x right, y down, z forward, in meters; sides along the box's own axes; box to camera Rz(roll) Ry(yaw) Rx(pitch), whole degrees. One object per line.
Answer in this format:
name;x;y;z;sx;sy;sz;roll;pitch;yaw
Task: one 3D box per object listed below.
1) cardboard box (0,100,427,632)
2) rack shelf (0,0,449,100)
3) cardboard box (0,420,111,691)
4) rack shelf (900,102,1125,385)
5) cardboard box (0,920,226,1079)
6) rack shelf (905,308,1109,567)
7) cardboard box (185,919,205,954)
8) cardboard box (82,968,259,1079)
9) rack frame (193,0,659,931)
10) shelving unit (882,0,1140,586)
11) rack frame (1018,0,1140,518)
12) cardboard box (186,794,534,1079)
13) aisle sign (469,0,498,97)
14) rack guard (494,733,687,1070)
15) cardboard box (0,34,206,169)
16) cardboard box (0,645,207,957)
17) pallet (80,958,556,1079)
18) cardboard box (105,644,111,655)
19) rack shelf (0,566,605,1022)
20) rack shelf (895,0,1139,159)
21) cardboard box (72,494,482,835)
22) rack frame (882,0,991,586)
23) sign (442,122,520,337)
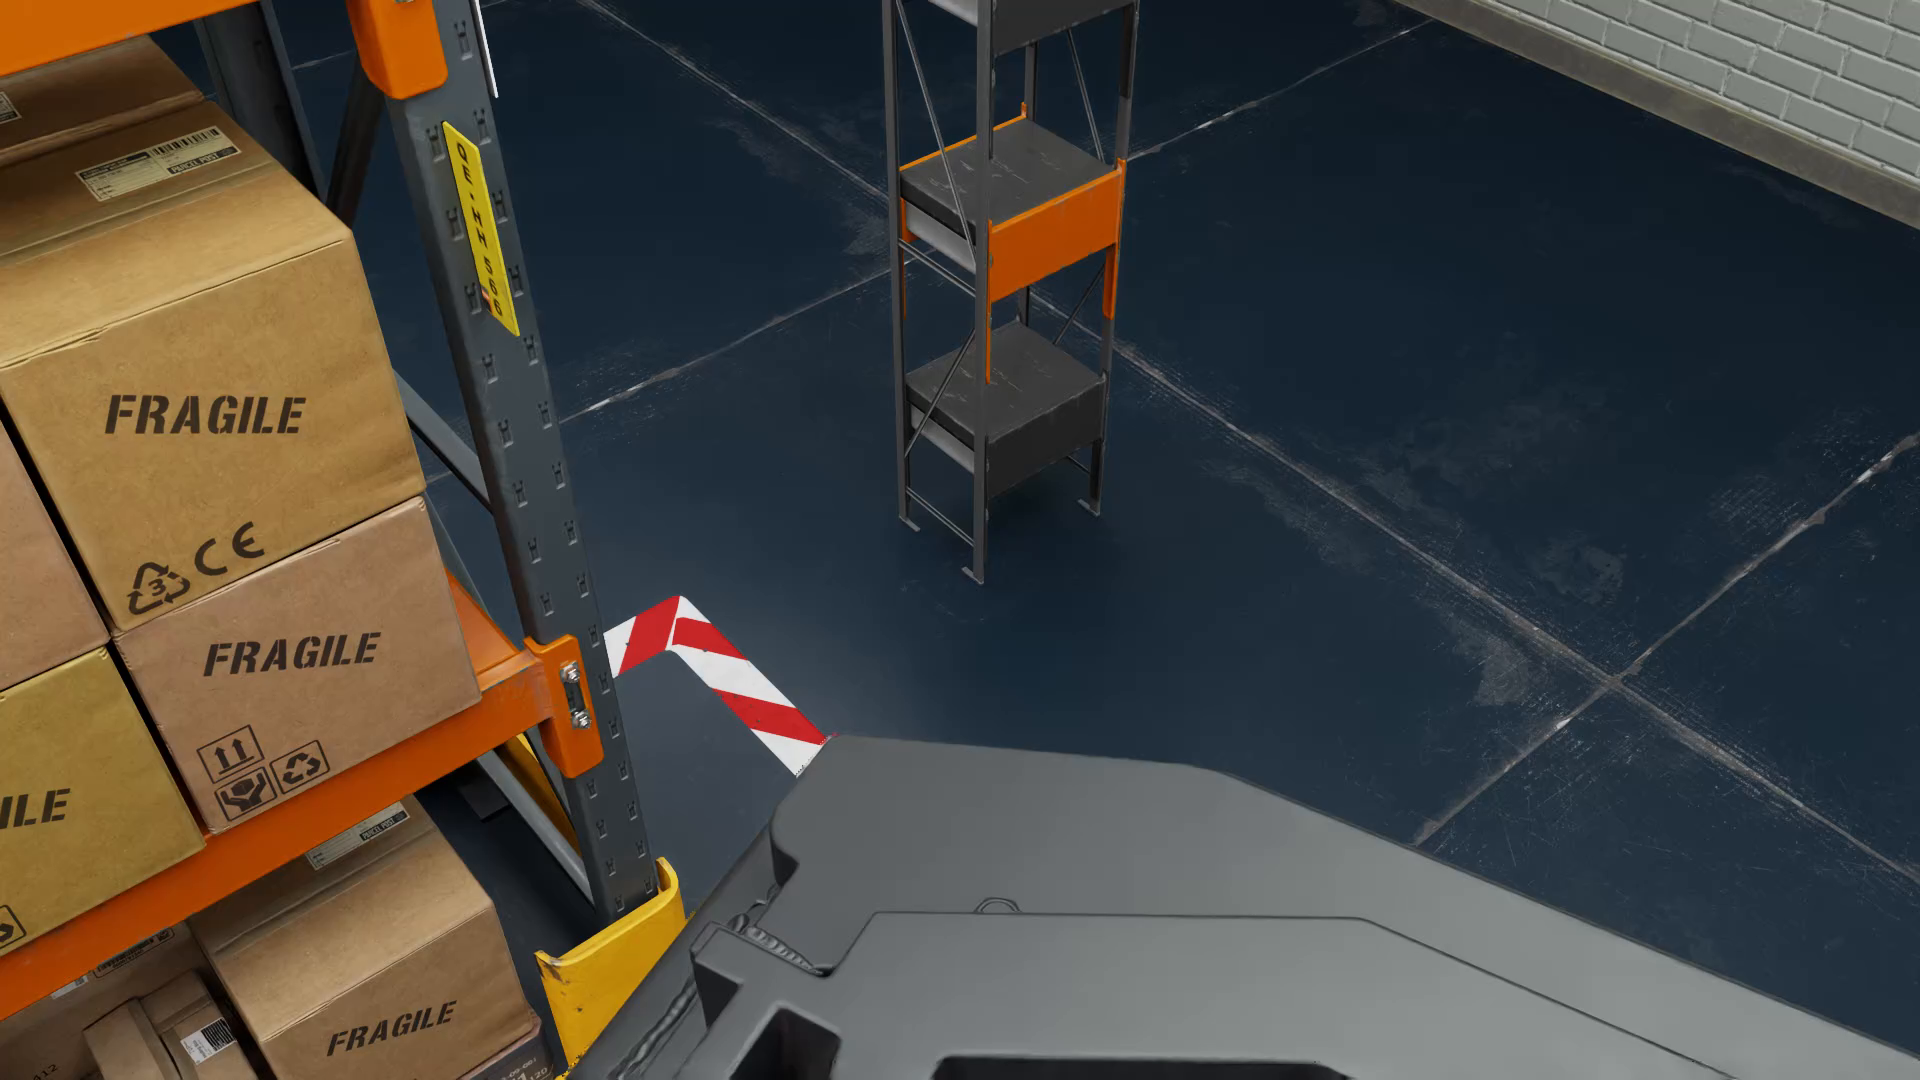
cardboard box;-1.214;-0.280;2.553;0.500;0.500;0.500;-30;51;-28
rack shelf;-2.584;-0.171;1.576;4.000;0.370;1.077;-30;51;-28
cardboard box;-1.601;-0.057;2.316;0.500;0.500;0.500;-28;50;-27
rack shelf;0.127;-0.828;4.618;0.480;0.518;0.431;-30;51;-28
cardboard box;-2.032;0.933;3.753;0.500;0.250;0.500;-30;51;-28
rack shelf;0.127;-0.318;5.097;0.480;0.518;0.431;-30;51;-28
cardboard box;-1.783;0.767;3.990;0.250;0.166;0.380;-30;51;-28
cardboard box;-1.677;1.153;3.580;0.250;0.166;0.380;-30;51;-28
rack frame;-1.049;-0.219;3.292;0.127;3.000;1.000;-30;51;-28
shelving unit;0.127;-0.838;4.609;0.503;2.100;0.431;-30;51;-28
rack frame;0.314;-0.945;4.723;0.015;2.100;0.400;-30;51;-28
cardboard box;-1.308;0.900;3.605;0.500;0.500;0.500;-30;51;-28
aisle sign;-0.801;-1.035;2.262;0.004;0.787;0.394;-30;51;-28
rack guard;-1.108;0.726;4.112;0.348;0.500;1.175;-30;51;-28
cardboard box;-1.559;-0.563;2.855;0.500;0.500;0.500;-28;50;-27
cardboard box;-1.614;0.314;2.651;0.500;0.500;0.500;-29;51;-28
pallet;-1.719;1.182;3.837;1.213;0.211;1.003;-30;51;-28
cardboard box;-1.559;-0.199;3.197;0.500;0.500;0.500;-29;50;-27
rack shelf;-2.584;0.922;2.603;4.000;0.370;1.077;-30;51;-28
rack shelf;0.127;-1.338;4.139;0.480;0.518;0.431;-30;51;-28
cardboard box;-1.218;0.085;2.896;0.500;0.500;0.500;-28;50;-27
rack frame;-0.060;-0.731;4.494;0.015;2.100;0.400;-30;51;-28
sign;-0.709;-0.456;2.467;0.005;0.325;0.100;-30;51;-28
